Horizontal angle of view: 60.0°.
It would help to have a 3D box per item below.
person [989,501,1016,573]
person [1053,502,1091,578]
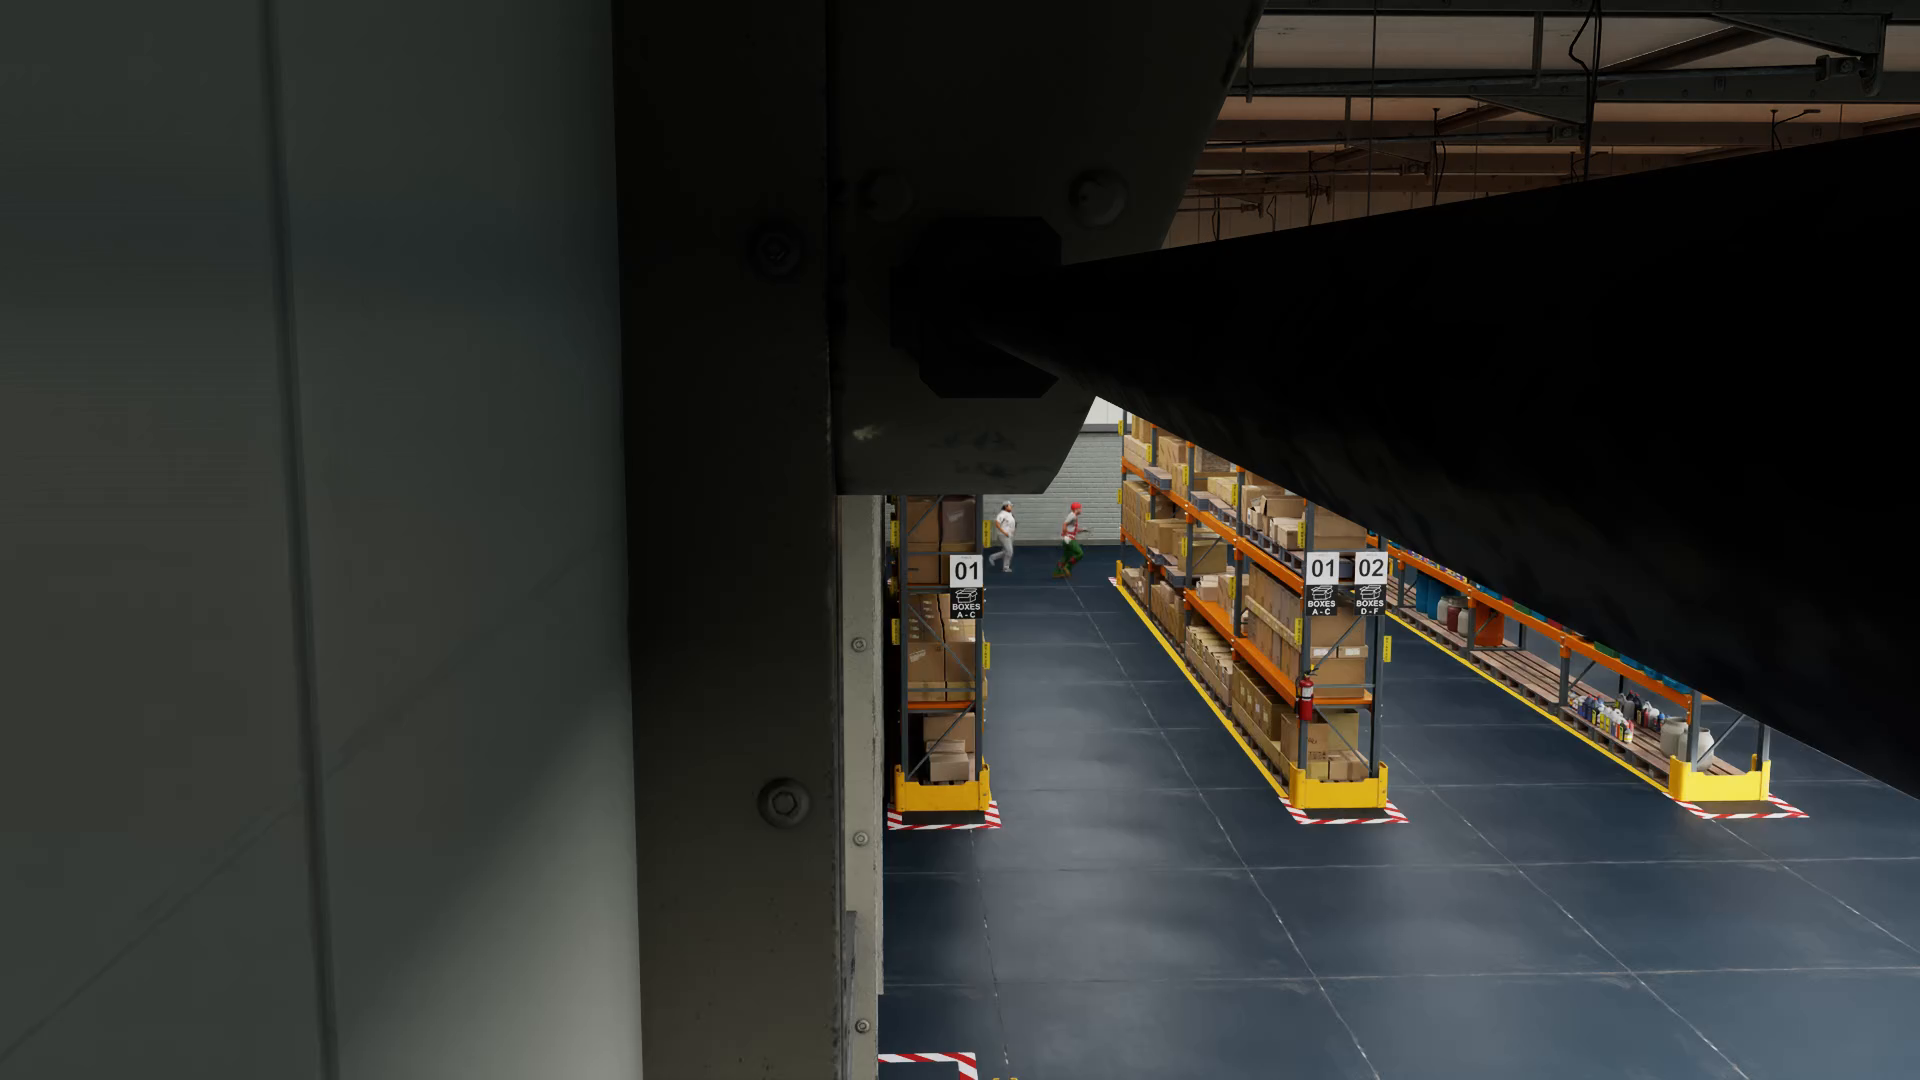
[{"bbox_3d":[1.014,-0.101,38.316,0.645,1.610,0.673,4,9,23],"label":"person"},{"bbox_3d":[2.523,-0.001,37.270,0.864,1.695,0.690,-1,8,-4],"label":"person"}]
